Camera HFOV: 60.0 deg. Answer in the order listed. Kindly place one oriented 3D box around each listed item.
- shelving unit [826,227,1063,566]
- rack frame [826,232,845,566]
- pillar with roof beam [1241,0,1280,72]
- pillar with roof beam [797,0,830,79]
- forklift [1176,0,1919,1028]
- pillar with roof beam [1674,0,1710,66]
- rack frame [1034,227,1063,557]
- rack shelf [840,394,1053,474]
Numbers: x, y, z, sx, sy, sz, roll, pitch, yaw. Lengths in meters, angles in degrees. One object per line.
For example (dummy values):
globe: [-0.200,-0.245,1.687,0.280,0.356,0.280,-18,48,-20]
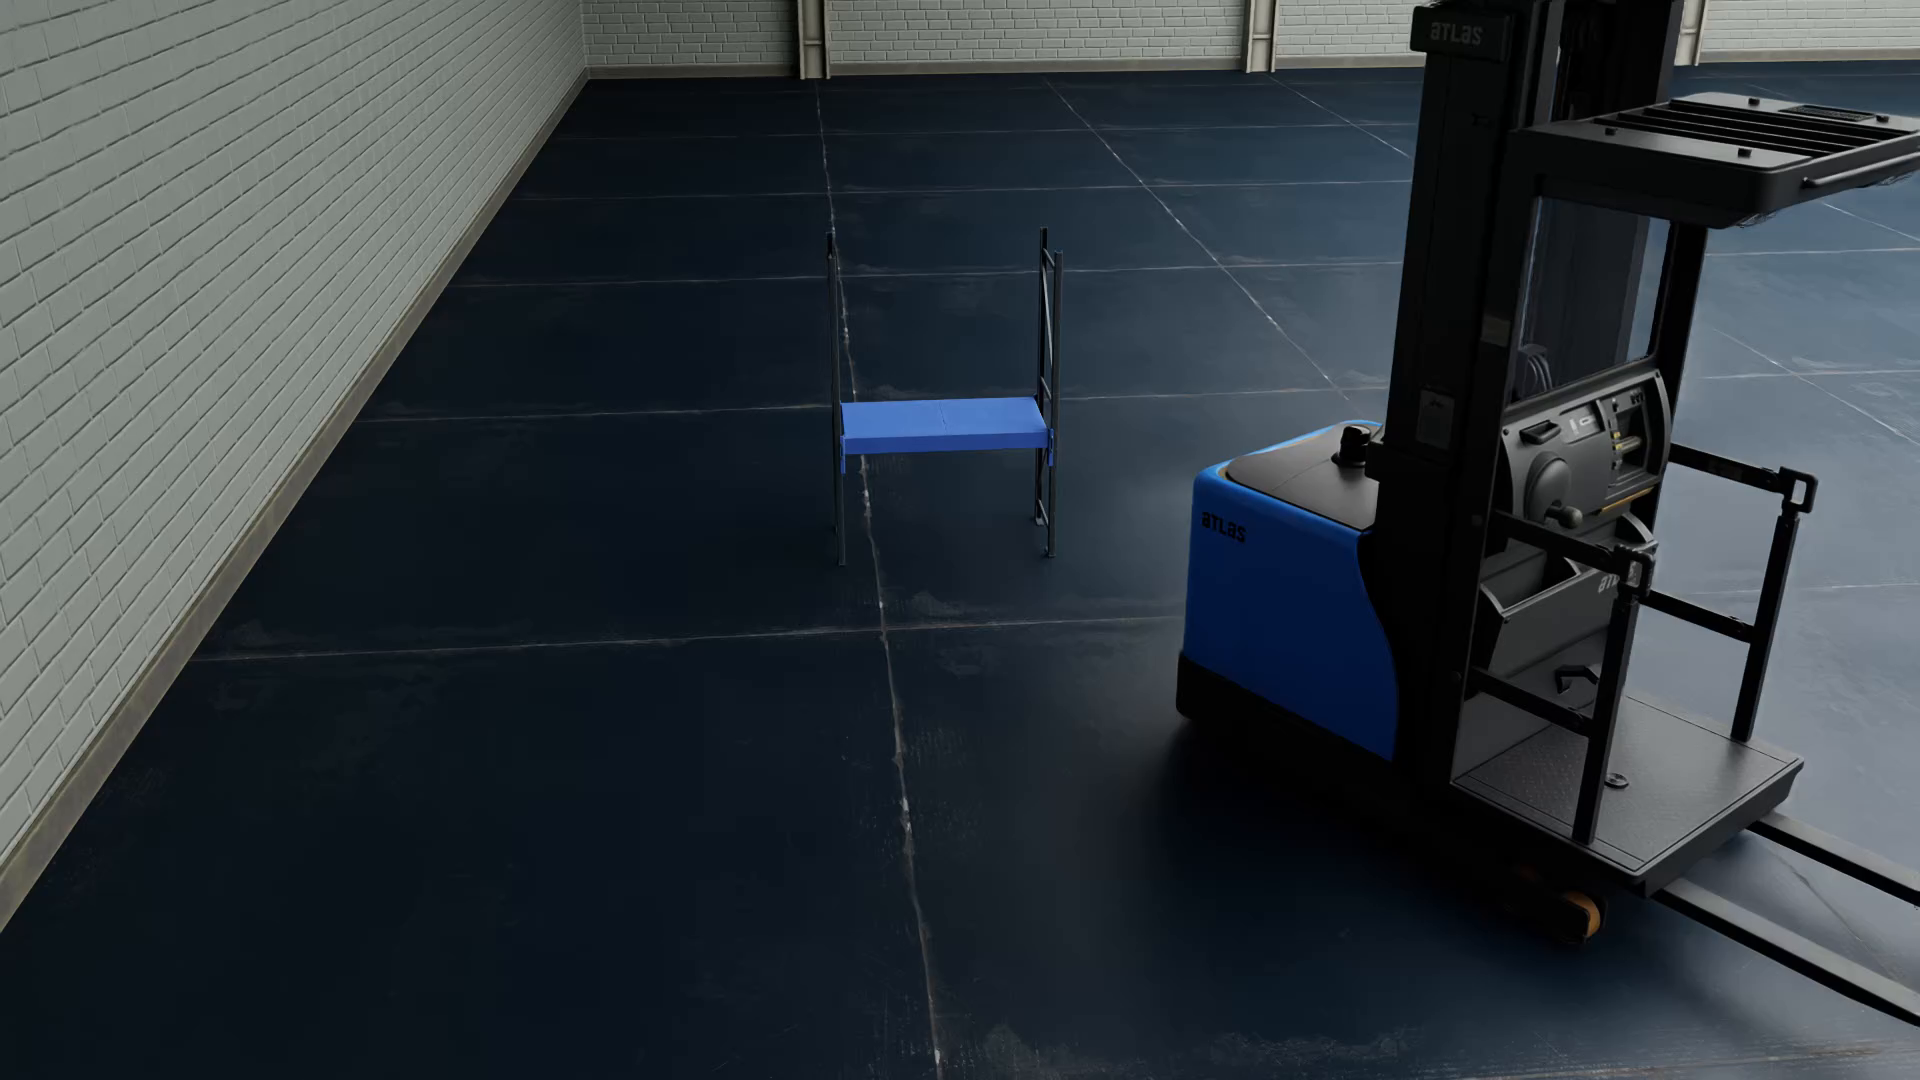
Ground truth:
shelving unit: [-0.085,-0.682,7.938,1.048,1.500,0.538,-2,24,-5]
rack frame: [-0.591,-0.662,7.892,0.032,1.500,0.500,-2,24,-5]
pillar with roof beam: [4.469,-8.757,16.872,0.400,9.000,9.100,-2,24,-5]
pillar with roof beam: [-1.502,-8.517,16.333,0.400,9.000,9.100,-2,24,-5]
forklift: [2.175,-0.275,5.260,1.130,2.935,3.031,-18,30,-35]
pillar with roof beam: [10.440,-8.996,17.411,0.400,9.000,9.100,-2,24,-5]
rack frame: [0.421,-0.702,7.983,0.032,1.500,0.500,-2,24,-5]
rack shelf: [-0.085,-0.518,8.011,1.000,0.185,0.538,-2,24,-5]
